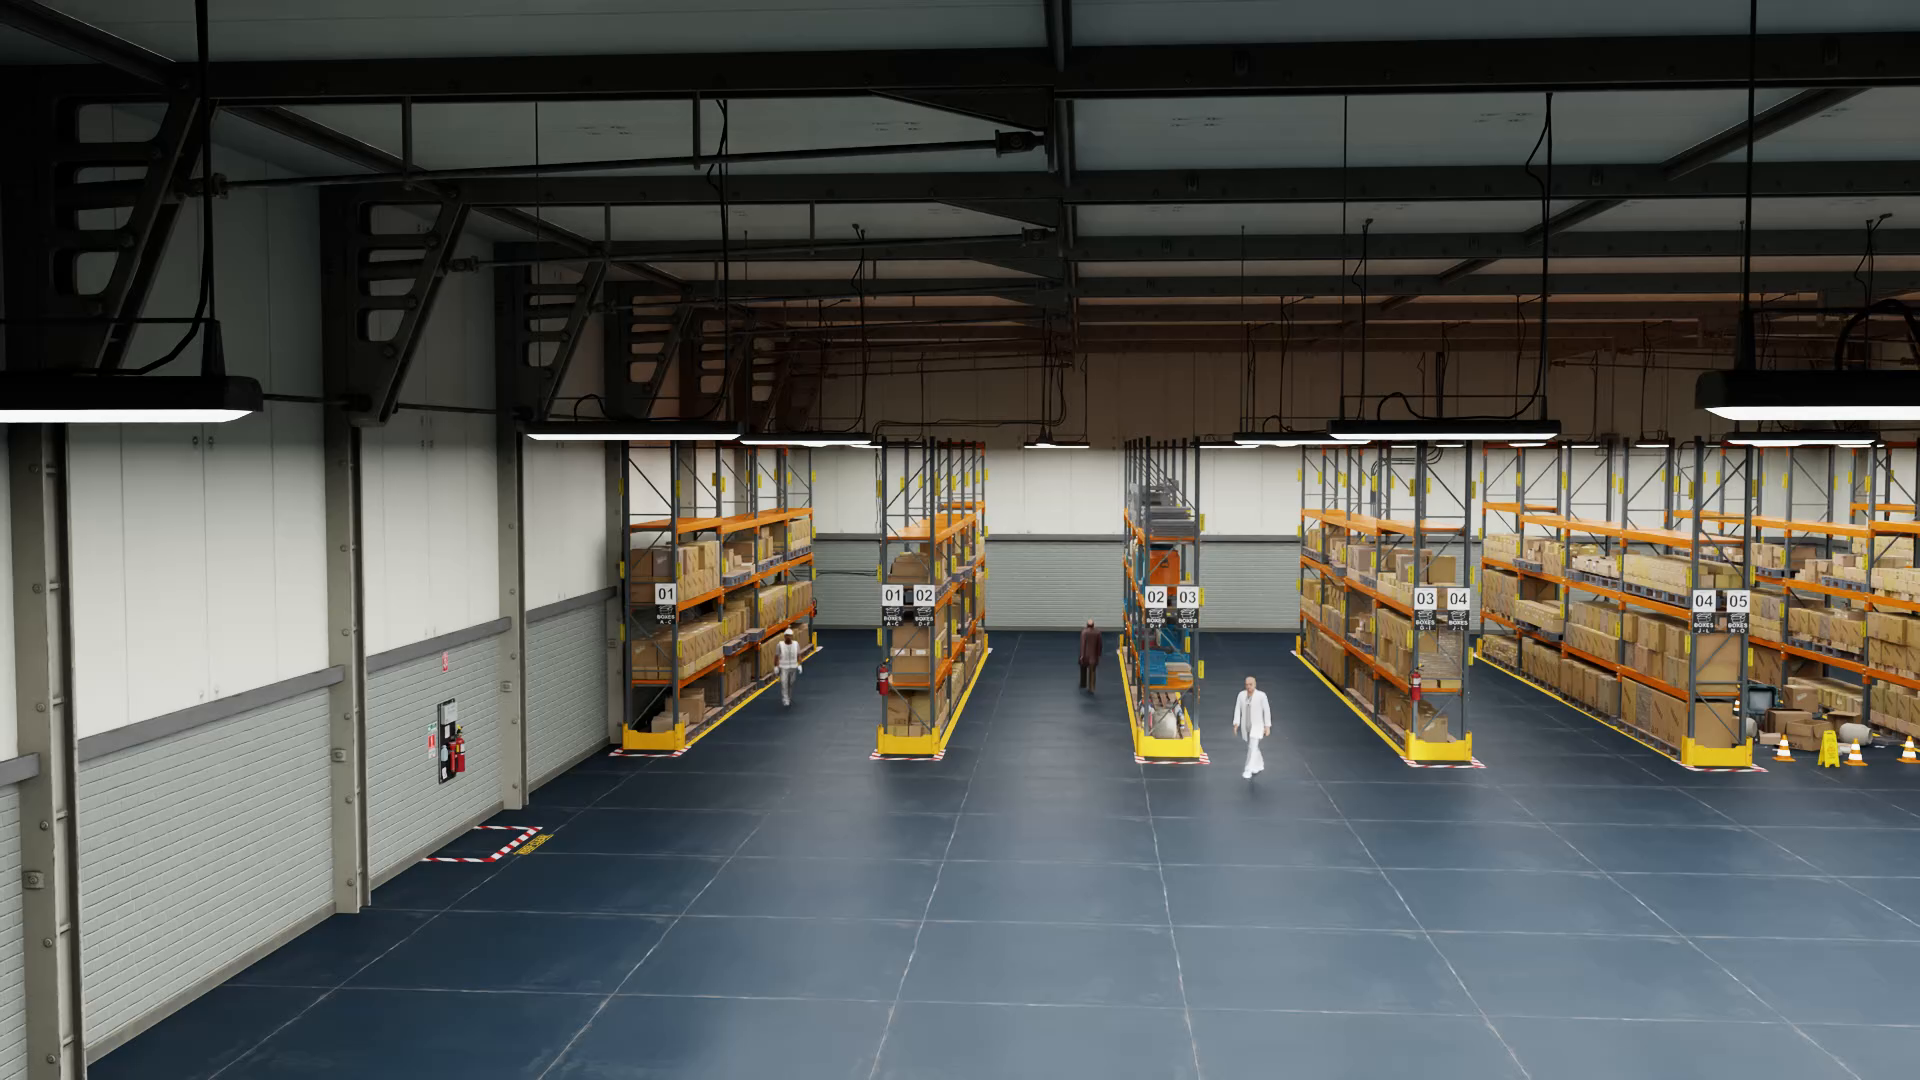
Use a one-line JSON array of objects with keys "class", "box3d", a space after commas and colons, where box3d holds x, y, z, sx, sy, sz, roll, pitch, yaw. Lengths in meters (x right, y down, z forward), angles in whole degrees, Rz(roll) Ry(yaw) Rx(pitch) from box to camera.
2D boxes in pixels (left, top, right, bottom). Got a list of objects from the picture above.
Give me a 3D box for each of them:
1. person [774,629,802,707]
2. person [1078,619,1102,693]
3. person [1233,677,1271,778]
[{"class": "person", "box3d": [-3.803, 2.845, 37.059, 0.578, 1.722, 1.065, -1, 3, -25]}, {"class": "person", "box3d": [3.092, 2.727, 39.440, 0.584, 1.715, 1.077, 0, 3, -4]}, {"class": "person", "box3d": [5.088, 3.267, 29.160, 0.611, 1.735, 1.064, 3, 4, 41]}]
